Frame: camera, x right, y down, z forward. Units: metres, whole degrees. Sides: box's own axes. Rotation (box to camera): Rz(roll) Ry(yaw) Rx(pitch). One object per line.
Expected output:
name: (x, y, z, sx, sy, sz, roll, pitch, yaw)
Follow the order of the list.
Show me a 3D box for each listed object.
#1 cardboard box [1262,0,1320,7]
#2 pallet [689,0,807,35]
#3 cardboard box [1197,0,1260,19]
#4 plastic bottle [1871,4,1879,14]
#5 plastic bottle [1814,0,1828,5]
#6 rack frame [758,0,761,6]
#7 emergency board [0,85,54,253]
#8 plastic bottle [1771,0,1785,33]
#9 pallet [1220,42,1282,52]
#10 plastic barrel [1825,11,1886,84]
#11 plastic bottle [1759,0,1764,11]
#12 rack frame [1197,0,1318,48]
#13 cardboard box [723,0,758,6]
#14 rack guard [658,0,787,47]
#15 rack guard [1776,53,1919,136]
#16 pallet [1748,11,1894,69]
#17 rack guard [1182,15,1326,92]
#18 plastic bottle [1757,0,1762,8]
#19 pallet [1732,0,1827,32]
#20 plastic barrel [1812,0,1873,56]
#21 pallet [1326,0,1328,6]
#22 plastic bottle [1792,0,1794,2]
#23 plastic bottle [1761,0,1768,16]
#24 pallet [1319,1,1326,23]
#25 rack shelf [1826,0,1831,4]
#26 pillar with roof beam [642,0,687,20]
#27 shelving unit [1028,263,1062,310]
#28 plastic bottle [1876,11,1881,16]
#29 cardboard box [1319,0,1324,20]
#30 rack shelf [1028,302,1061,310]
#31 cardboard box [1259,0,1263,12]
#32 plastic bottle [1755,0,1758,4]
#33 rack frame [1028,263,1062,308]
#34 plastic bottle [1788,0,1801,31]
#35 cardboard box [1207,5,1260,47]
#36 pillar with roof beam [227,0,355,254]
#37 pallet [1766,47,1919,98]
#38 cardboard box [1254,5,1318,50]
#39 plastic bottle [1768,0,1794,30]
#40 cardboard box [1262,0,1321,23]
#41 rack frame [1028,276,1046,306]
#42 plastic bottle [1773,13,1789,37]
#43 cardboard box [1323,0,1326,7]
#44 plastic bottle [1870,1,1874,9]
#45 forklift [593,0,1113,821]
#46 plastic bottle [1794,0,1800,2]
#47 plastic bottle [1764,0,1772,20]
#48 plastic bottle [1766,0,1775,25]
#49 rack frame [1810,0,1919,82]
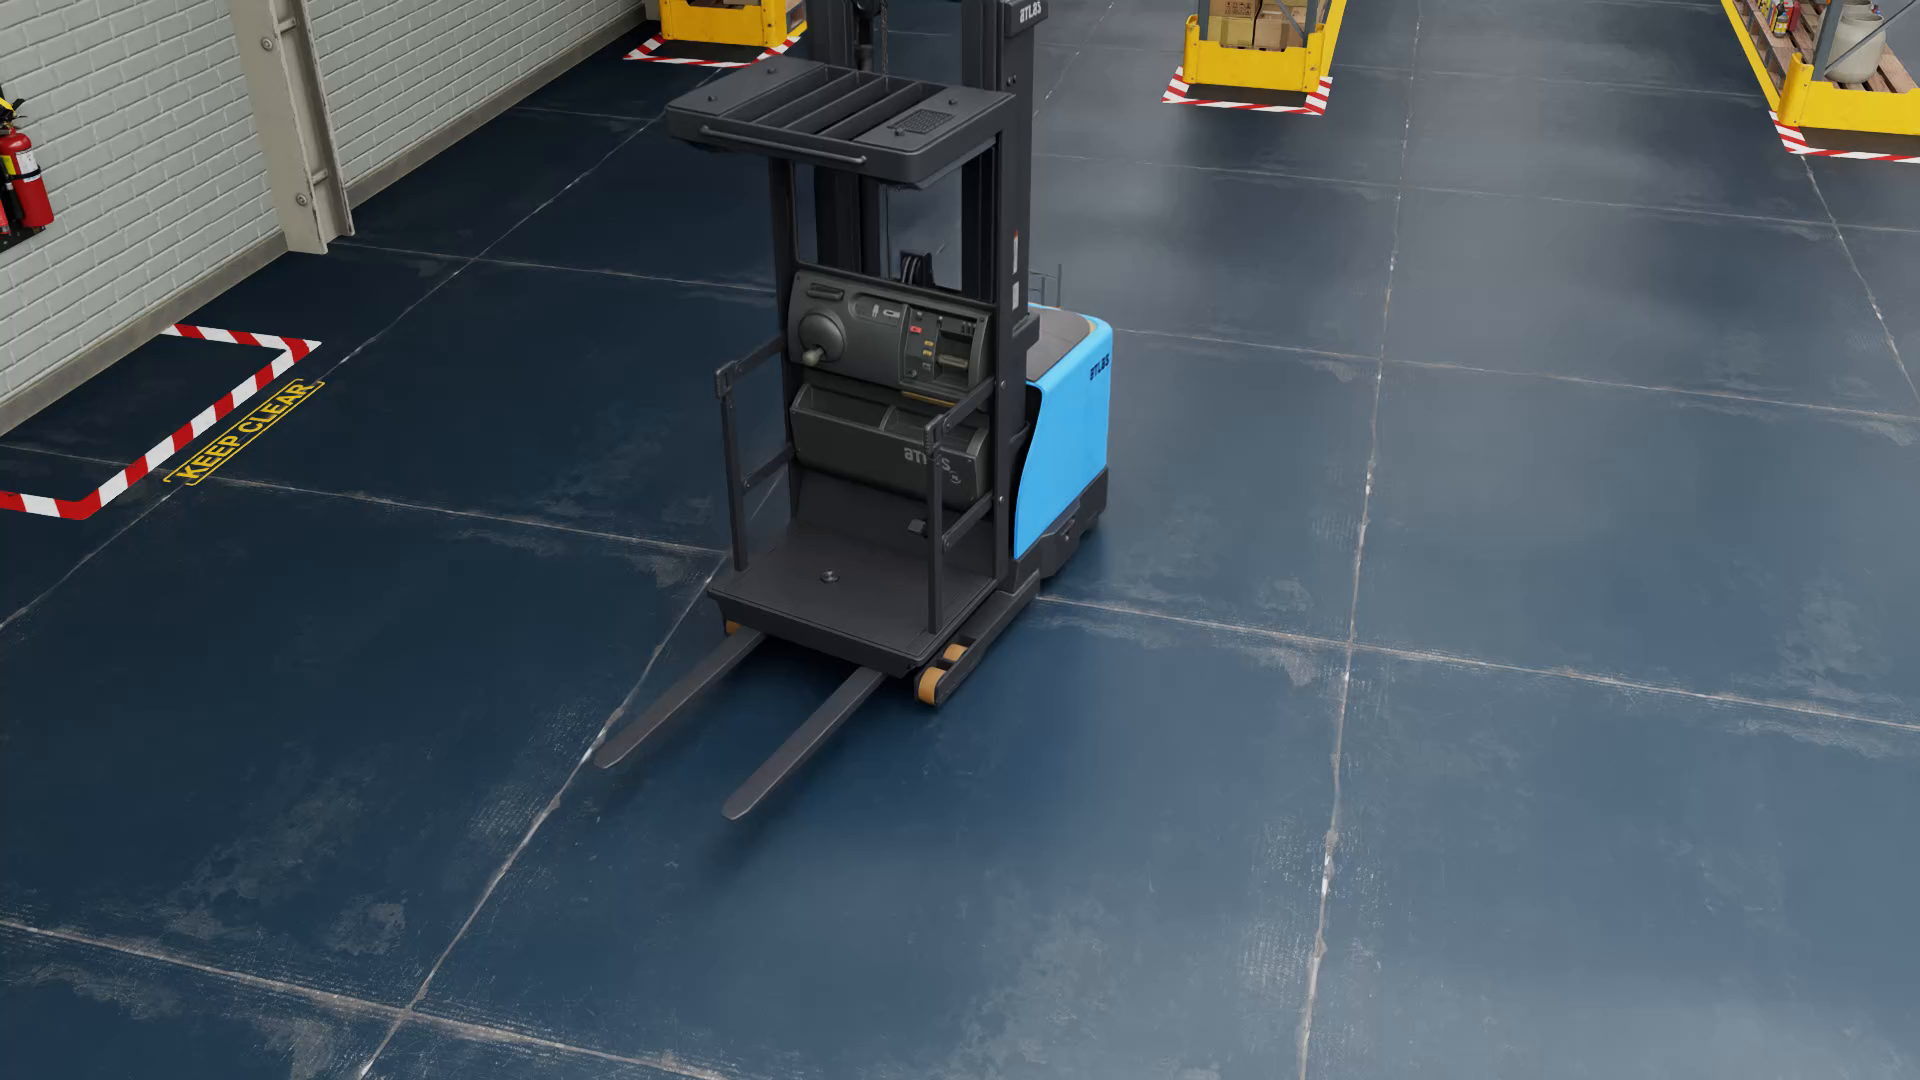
cardboard box: (3.026, -5.132, 14.999, 0.500, 0.500, 0.500, 8, 33, 12)
pallet: (-1.983, -5.243, 16.301, 1.003, 0.211, 1.213, 8, 33, 12)
cardboard box: (2.398, -4.943, 14.702, 0.500, 0.500, 0.500, 8, 33, 12)
plastic bottle: (8.177, -4.667, 14.918, 0.061, 0.283, 0.133, 9, 33, 13)
plastic bottle: (8.272, -5.261, 15.858, 0.152, 0.276, 0.135, 8, 33, 12)
rack frame: (-2.243, -5.964, 14.835, 1.000, 3.000, 0.127, 8, 33, 12)
emergency board: (-5.088, -2.054, 8.685, 0.194, 1.169, 0.643, 8, 33, 12)
plastic bottle: (7.394, -4.730, 15.016, 0.061, 0.283, 0.133, 9, 33, 14)
pallet: (2.703, -4.517, 15.158, 1.003, 0.211, 1.213, 8, 33, 12)
plastic barrel: (7.433, -4.094, 13.821, 0.421, 0.512, 0.421, 0, 32, 0)
plastic bottle: (7.607, -5.091, 15.661, 0.097, 0.201, 0.097, 0, 32, 0)
rack frame: (2.550, -5.291, 13.777, 1.000, 3.000, 0.127, 8, 33, 12)
cardboard box: (-1.980, -5.361, 15.984, 0.500, 0.311, 0.500, 4, 33, 7)
rack guard: (-2.223, -4.948, 15.567, 1.175, 0.500, 0.348, 8, 33, 12)
rack guard: (7.314, -3.606, 13.456, 1.175, 0.500, 0.348, 8, 33, 12)
pallet: (7.837, -4.536, 15.188, 1.003, 0.211, 1.213, 8, 33, 12)
rack guard: (2.544, -4.224, 14.428, 1.175, 0.500, 0.348, 8, 33, 12)
plastic bottle: (7.619, -5.189, 15.739, 0.061, 0.283, 0.133, 9, 34, 15)
pallet: (8.145, -5.171, 16.187, 1.003, 0.211, 1.213, 8, 33, 12)
plastic barrel: (7.560, -4.354, 14.231, 0.421, 0.512, 0.421, 0, 32, 0)
pallet: (3.323, -5.783, 17.150, 1.003, 0.211, 1.213, 8, 33, 12)
plastic bottle: (7.674, -4.924, 15.398, 0.097, 0.201, 0.097, 0, 32, 0)
plastic bottle: (7.593, -5.077, 15.500, 0.144, 0.351, 0.185, 8, 33, 12)
pallet: (3.015, -5.148, 16.151, 1.003, 0.211, 1.213, 8, 33, 12)
rack shelf: (7.848, -5.349, 14.539, 1.077, 0.370, 4.000, 8, 33, 12)
pillar with roof beam: (1.262, -8.390, 13.060, 9.100, 9.000, 0.400, 8, 33, 12)
shelving unit: (0.351, -0.836, 8.446, 0.258, 1.200, 0.189, 16, 36, 24)
plastic bottle: (8.102, -4.547, 14.740, 0.097, 0.271, 0.097, 0, 32, 0)
cardboard box: (3.152, -5.075, 15.609, 0.500, 0.250, 0.500, 8, 33, 12)
rack shelf: (0.351, -1.102, 8.277, 0.258, 0.103, 0.180, 16, 36, 24)
cardboard box: (2.515, -4.888, 15.314, 0.500, 0.250, 0.500, 8, 33, 12)
plastic bottle: (7.701, -5.298, 15.847, 0.144, 0.351, 0.185, 7, 33, 10)
rack frame: (0.395, -0.879, 8.514, 0.240, 1.200, 0.006, 16, 36, 24)
plastic bottle: (7.576, -4.780, 15.094, 0.061, 0.283, 0.133, 8, 33, 12)
cardboard box: (2.400, -4.626, 14.903, 0.500, 0.250, 0.500, 8, 33, 12)
pillar with roof beam: (-0.260, -5.277, 8.162, 9.100, 9.000, 0.400, 8, 33, 12)
pallet: (7.525, -3.905, 14.195, 1.003, 0.211, 1.213, 8, 33, 12)
cardboard box: (2.901, -4.556, 14.792, 0.500, 0.250, 0.500, 8, 33, 12)
plastic bottle: (7.473, -4.791, 15.119, 0.152, 0.276, 0.135, 8, 33, 13)
cardboard box: (3.025, -4.816, 15.201, 0.500, 0.250, 0.500, 8, 33, 12)
rack frame: (0.307, -0.793, 8.379, 0.240, 1.200, 0.006, 16, 36, 24)
plastic bottle: (7.382, -4.632, 14.939, 0.097, 0.201, 0.097, 0, 32, 0)
cardboard box: (3.283, -5.334, 16.016, 0.500, 0.250, 0.500, 8, 33, 12)
plastic bottle: (8.189, -4.725, 15.020, 0.097, 0.271, 0.097, 0, 32, 0)
forklift: (-0.409, -0.803, 6.782, 1.130, 2.935, 3.031, 16, 36, 24)
plastic bottle: (7.743, -5.039, 15.509, 0.152, 0.276, 0.135, 8, 33, 12)
plastic bottle: (7.546, -4.981, 15.348, 0.144, 0.351, 0.185, 9, 34, 14)
plastic bottle: (7.508, -4.863, 15.232, 0.152, 0.276, 0.135, 7, 33, 11)
rack frame: (7.340, -4.615, 12.713, 1.000, 3.000, 0.127, 8, 33, 12)
